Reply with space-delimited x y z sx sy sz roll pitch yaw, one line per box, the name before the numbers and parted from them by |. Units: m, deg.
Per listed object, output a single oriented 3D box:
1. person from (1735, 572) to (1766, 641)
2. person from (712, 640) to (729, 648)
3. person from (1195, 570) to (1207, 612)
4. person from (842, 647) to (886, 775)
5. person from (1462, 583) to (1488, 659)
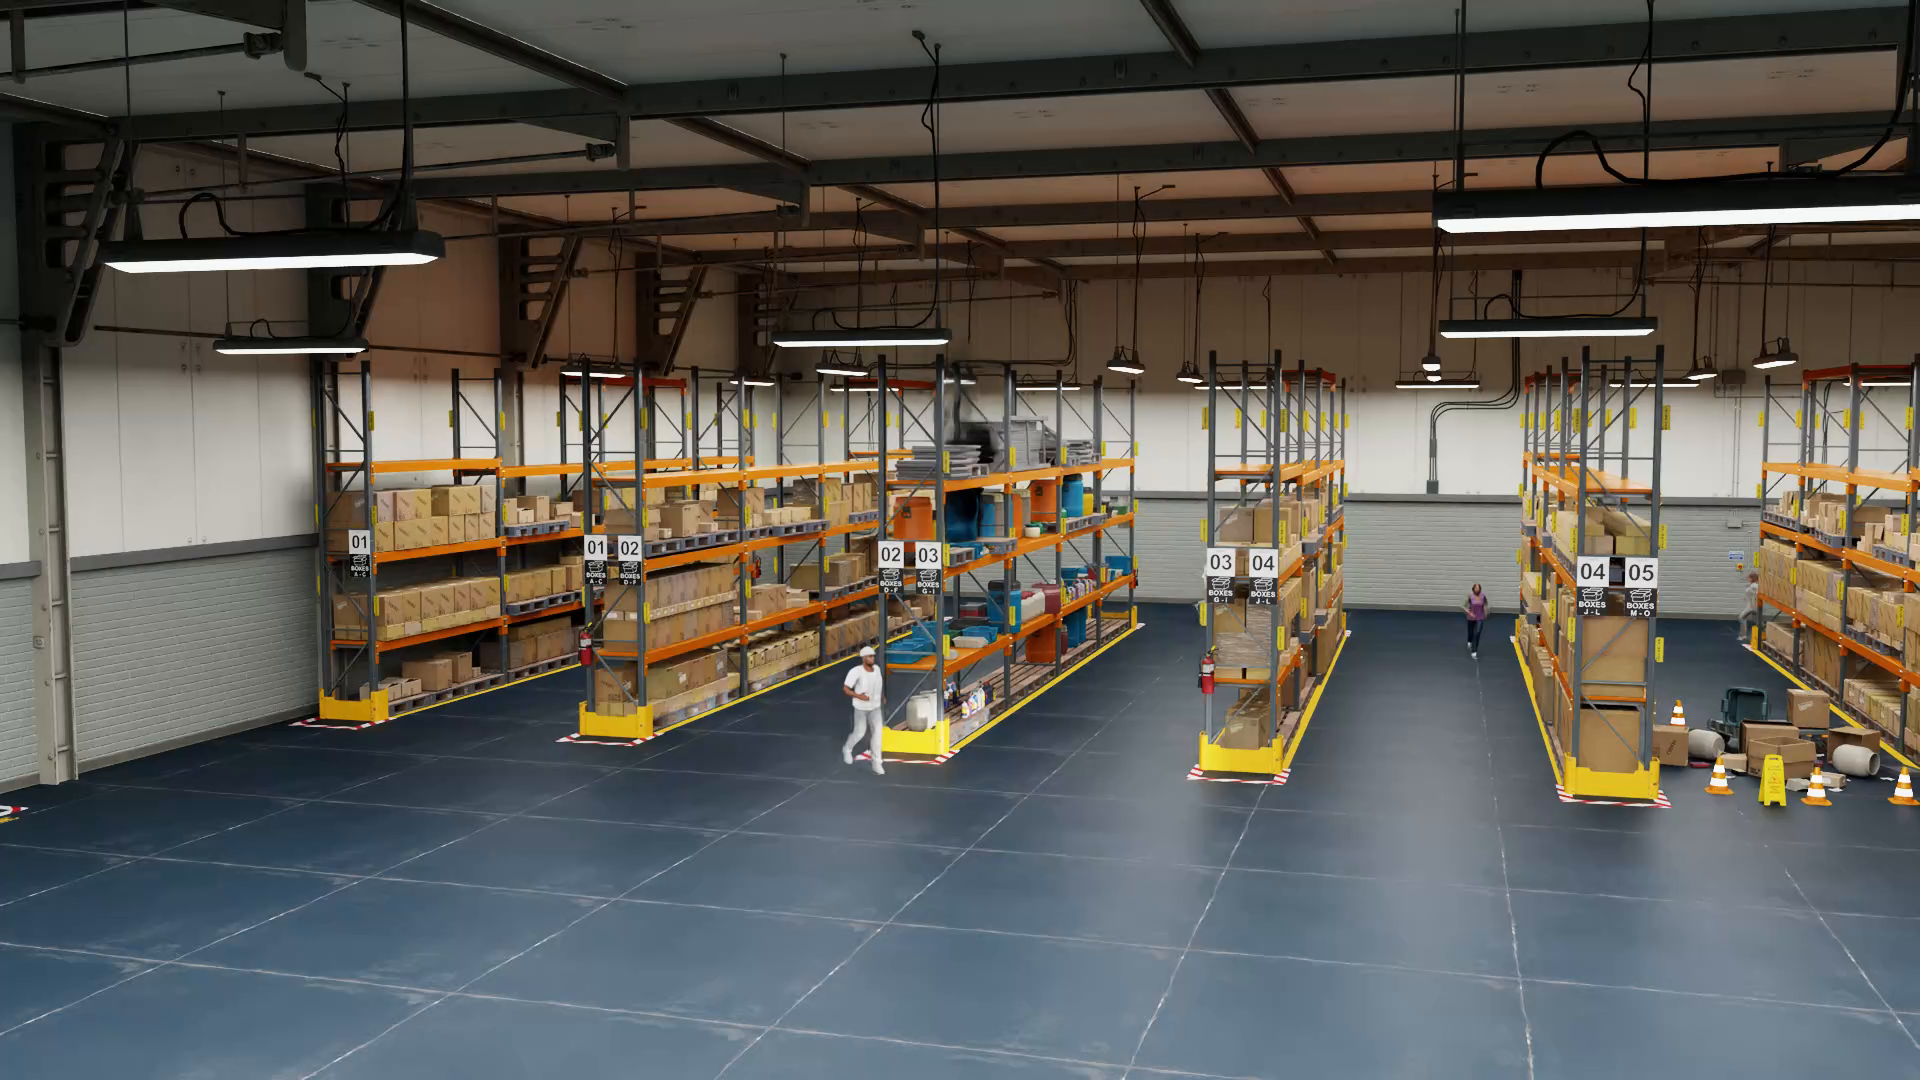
person | 17.950 1.529 37.636 0.693 1.610 0.601 2 5 26
person | -4.867 1.771 33.785 0.637 1.700 0.871 1 4 13
person | 6.365 1.212 41.553 1.060 1.700 0.586 2 5 29
person | -1.333 2.411 23.796 0.735 1.770 0.984 -3 5 -34
person | 10.940 1.696 35.334 0.566 1.588 0.866 1 4 7
